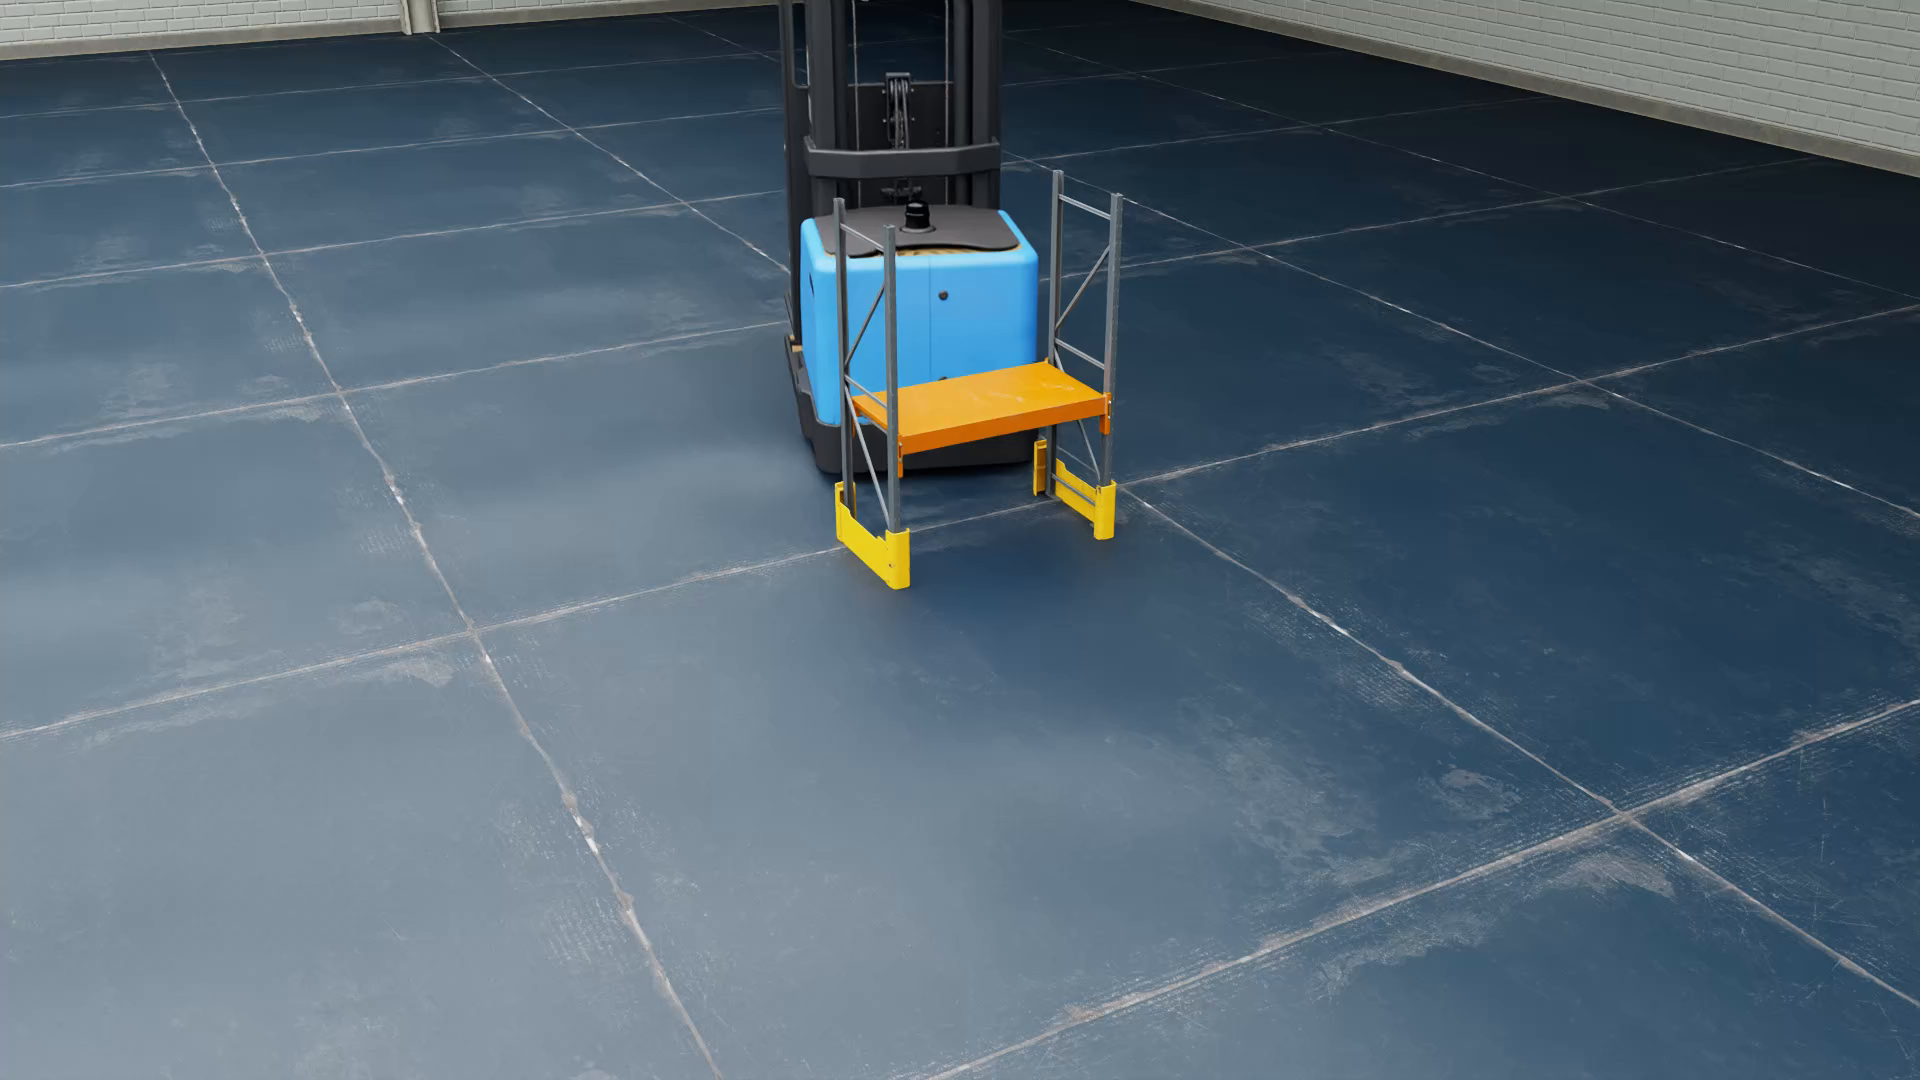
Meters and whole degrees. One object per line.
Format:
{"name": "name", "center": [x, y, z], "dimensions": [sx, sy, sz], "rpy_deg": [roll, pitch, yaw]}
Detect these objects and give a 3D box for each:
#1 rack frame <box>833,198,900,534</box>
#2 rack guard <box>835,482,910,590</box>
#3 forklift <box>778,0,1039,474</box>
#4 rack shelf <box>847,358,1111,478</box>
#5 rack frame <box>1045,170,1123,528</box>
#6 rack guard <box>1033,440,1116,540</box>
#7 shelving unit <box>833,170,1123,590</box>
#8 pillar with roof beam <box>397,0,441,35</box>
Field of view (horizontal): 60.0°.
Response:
{"name": "rack frame", "center": [-0.373, -0.590, 6.746], "dimensions": [0.032, 1.500, 0.500], "rpy_deg": [-13, 29, -25]}
{"name": "rack guard", "center": [-0.372, -0.027, 7.017], "dimensions": [0.087, 0.250, 0.587], "rpy_deg": [-13, 29, -25]}
{"name": "forklift", "center": [-0.378, -2.240, 8.529], "dimensions": [1.130, 2.935, 3.031], "rpy_deg": [-4, 26, -8]}
{"name": "rack shelf", "center": [0.075, -0.531, 7.039], "dimensions": [1.000, 0.185, 0.538], "rpy_deg": [-13, 29, -25]}
{"name": "rack frame", "center": [0.524, -0.797, 7.177], "dimensions": [0.032, 1.500, 0.500], "rpy_deg": [-13, 29, -25]}
{"name": "rack guard", "center": [0.507, -0.230, 7.439], "dimensions": [0.087, 0.250, 0.587], "rpy_deg": [-13, 29, -25]}
{"name": "shelving unit", "center": [0.067, -0.692, 6.958], "dimensions": [1.083, 1.500, 0.587], "rpy_deg": [-13, 29, -25]}
{"name": "pillar with roof beam", "center": [-4.444, -8.517, 14.592], "dimensions": [0.400, 9.000, 9.100], "rpy_deg": [-13, 29, -25]}
